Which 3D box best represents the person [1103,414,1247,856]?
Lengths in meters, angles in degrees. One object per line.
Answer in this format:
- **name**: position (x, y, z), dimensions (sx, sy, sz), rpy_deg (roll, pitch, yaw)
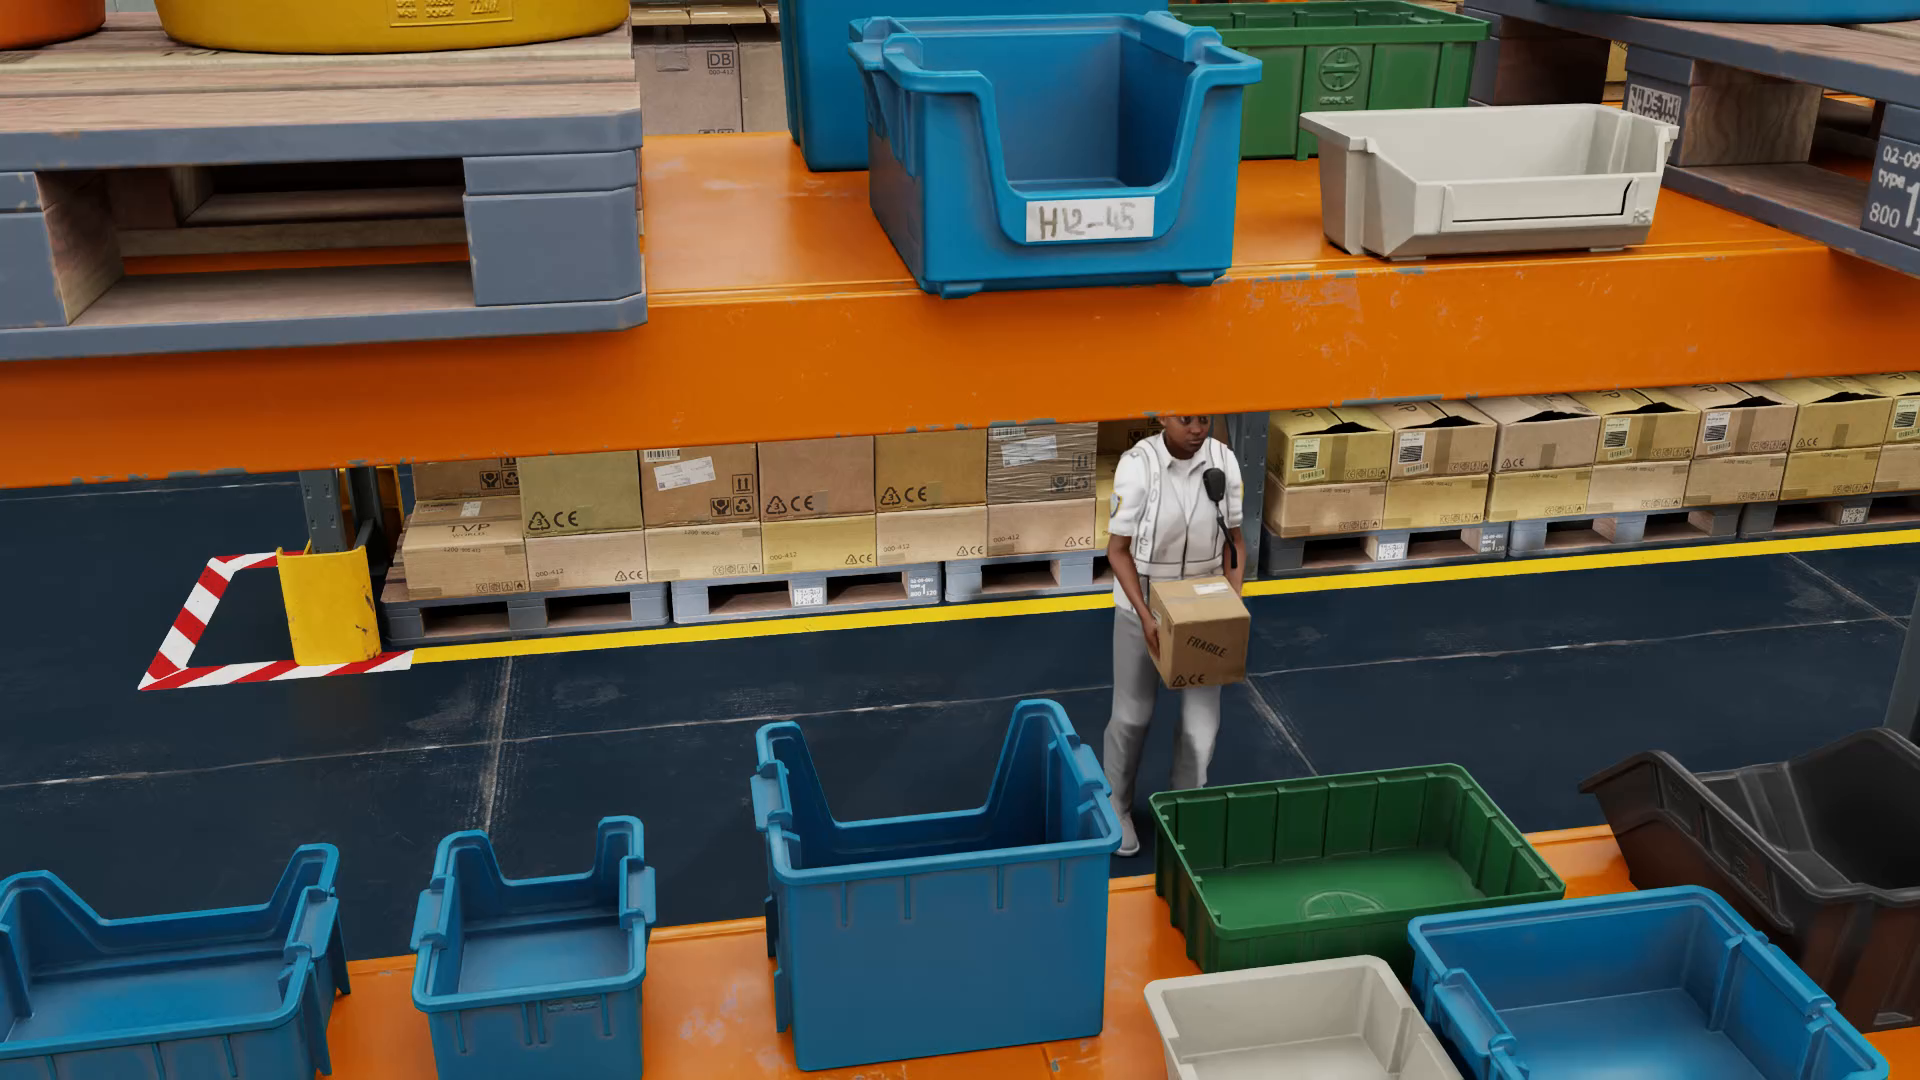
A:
- **person**: position (0.715, 0.251, 5.484), dimensions (0.469, 1.689, 0.464), rpy_deg (-5, 24, -10)
